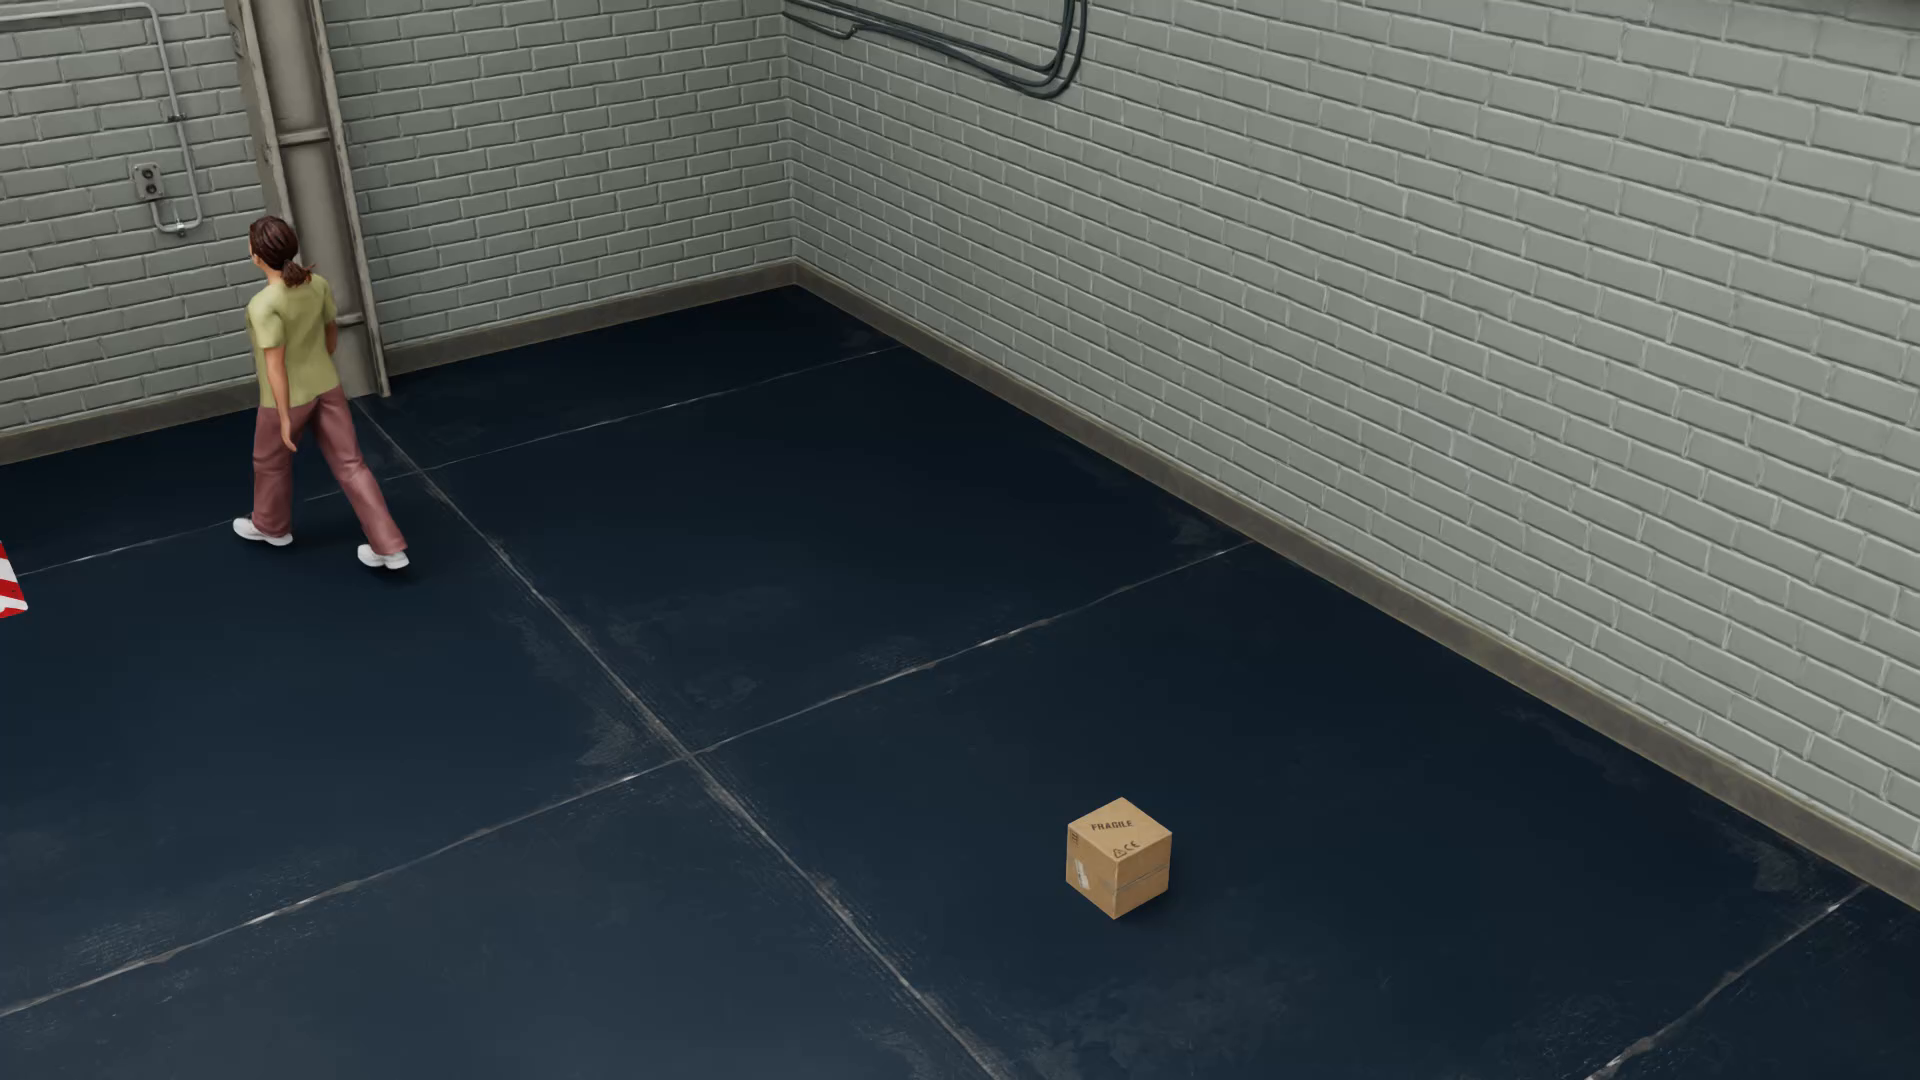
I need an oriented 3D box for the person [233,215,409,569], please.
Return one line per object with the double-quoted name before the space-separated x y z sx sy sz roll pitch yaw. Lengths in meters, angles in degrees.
"person" -2.920 -0.657 7.325 1.020 1.618 0.465 17 33 28
